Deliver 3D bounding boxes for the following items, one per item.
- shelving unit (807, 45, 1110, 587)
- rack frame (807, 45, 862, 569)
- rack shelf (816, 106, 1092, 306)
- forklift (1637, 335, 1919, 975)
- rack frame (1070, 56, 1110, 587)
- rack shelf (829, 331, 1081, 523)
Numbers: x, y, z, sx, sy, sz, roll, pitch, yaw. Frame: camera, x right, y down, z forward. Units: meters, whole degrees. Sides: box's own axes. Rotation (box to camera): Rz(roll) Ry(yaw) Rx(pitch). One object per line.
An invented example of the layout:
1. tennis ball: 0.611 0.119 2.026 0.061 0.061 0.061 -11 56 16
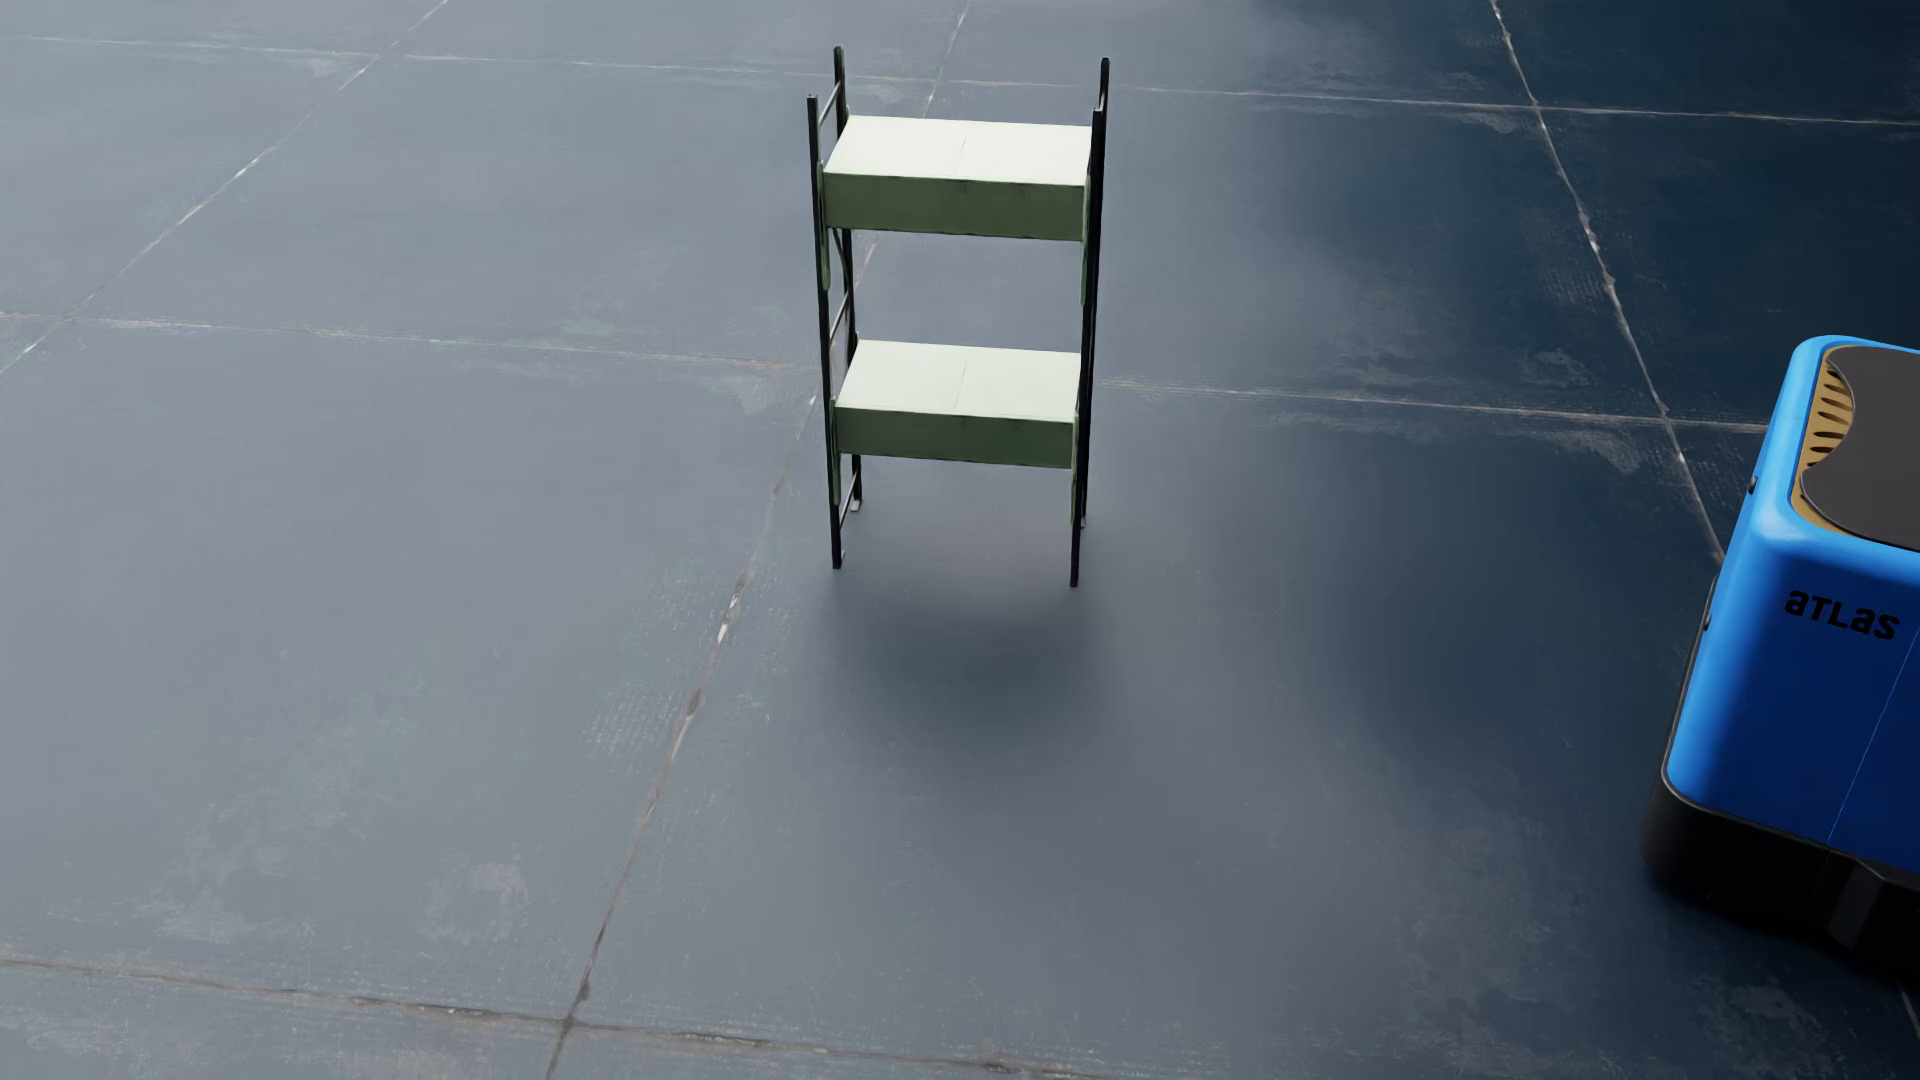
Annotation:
1. shelving unit: 0.007 -0.610 4.814 0.755 1.500 0.431 4 36 6
2. rack frame: -0.356 -0.637 4.852 0.023 1.500 0.400 4 36 6
3. rack shelf: 0.007 -0.928 4.587 0.720 0.370 0.431 4 36 6
4. forklift: 3.203 -0.200 3.007 3.031 2.935 1.130 17 39 23
5. rack frame: 0.370 -0.583 4.776 0.023 1.500 0.400 4 36 6
6. rack shelf: 0.007 -0.345 5.003 0.720 0.370 0.431 4 36 6
